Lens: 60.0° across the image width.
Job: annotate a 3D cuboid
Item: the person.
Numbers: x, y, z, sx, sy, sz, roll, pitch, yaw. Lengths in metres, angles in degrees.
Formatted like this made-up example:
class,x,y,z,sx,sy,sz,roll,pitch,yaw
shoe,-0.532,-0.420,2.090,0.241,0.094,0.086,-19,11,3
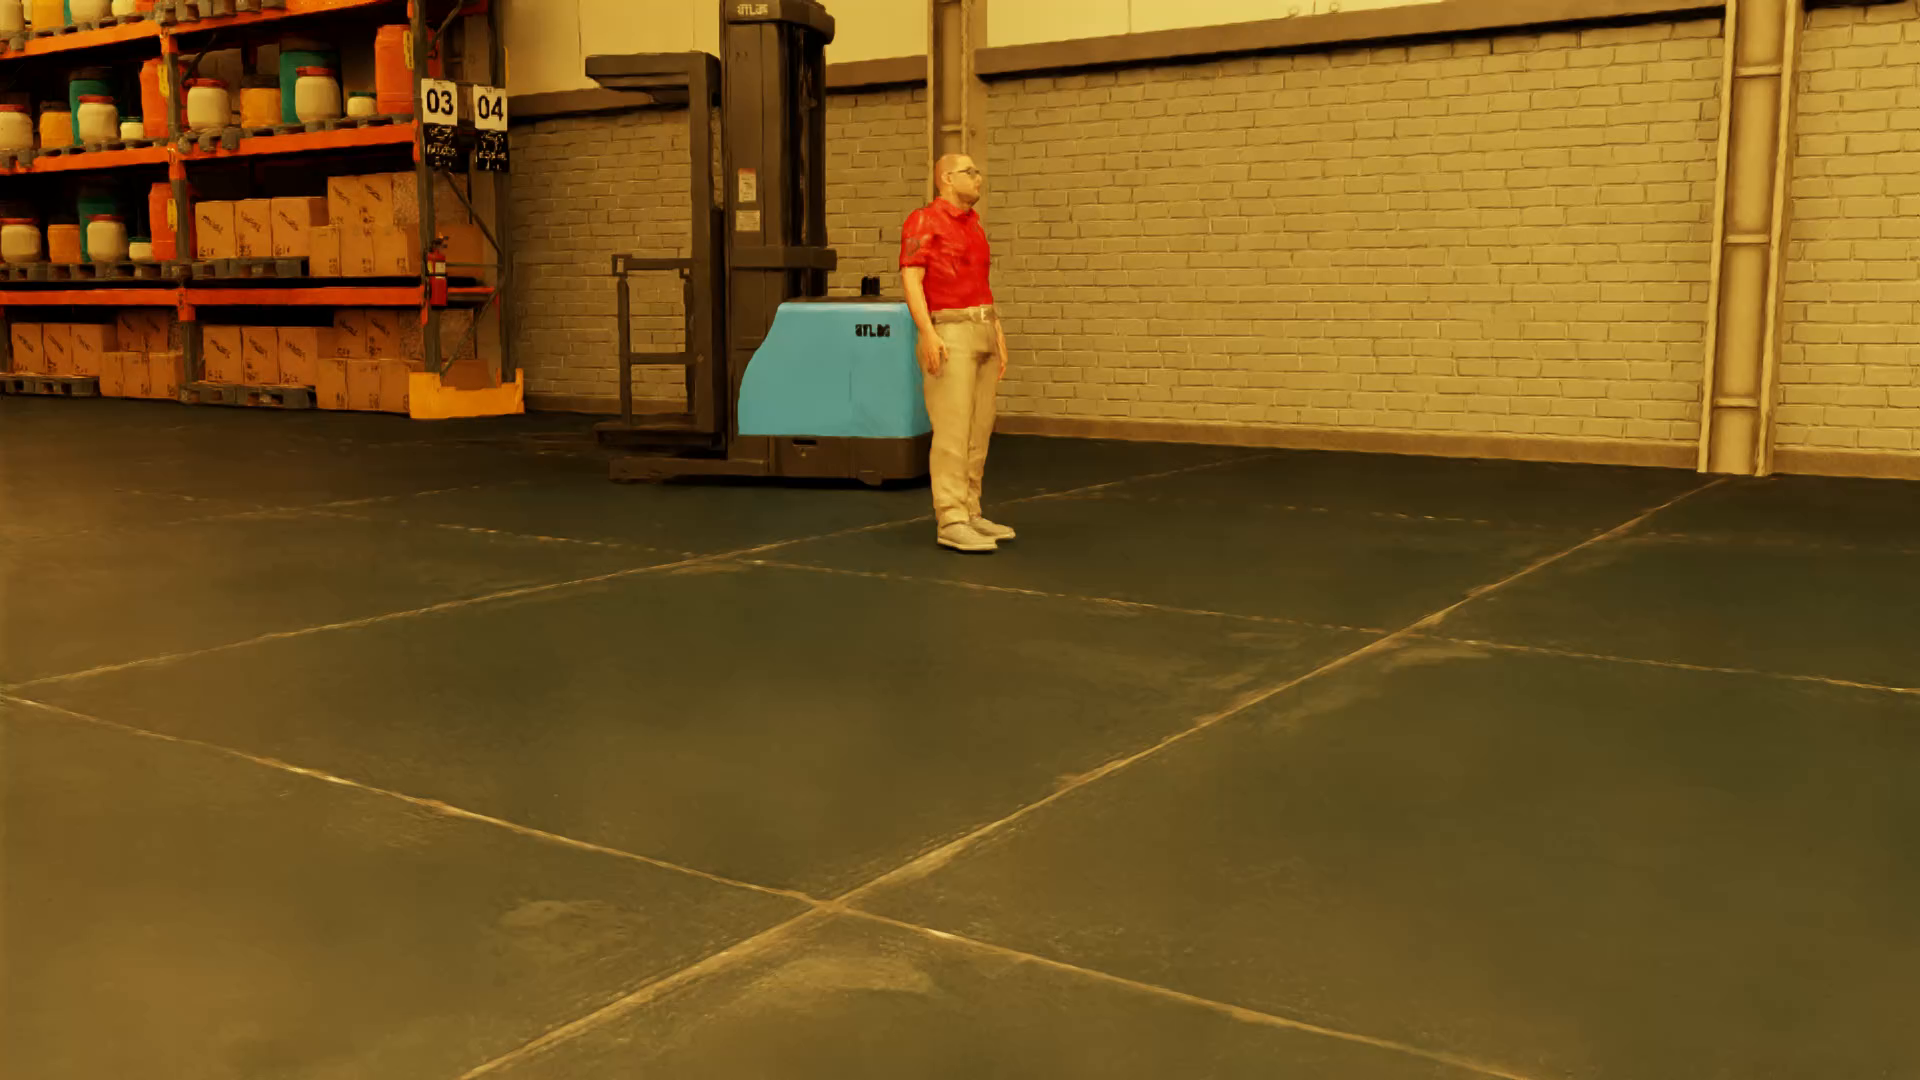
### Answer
class,x,y,z,sx,sy,sz,roll,pitch,yaw
person,0.068,-0.855,7.421,0.550,1.726,0.640,5,10,34

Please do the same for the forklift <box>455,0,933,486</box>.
class,x,y,z,sx,sy,sz,roll,pitch,yaw
forklift,-1.619,-1.851,10.210,3.031,2.935,1.130,2,8,14
